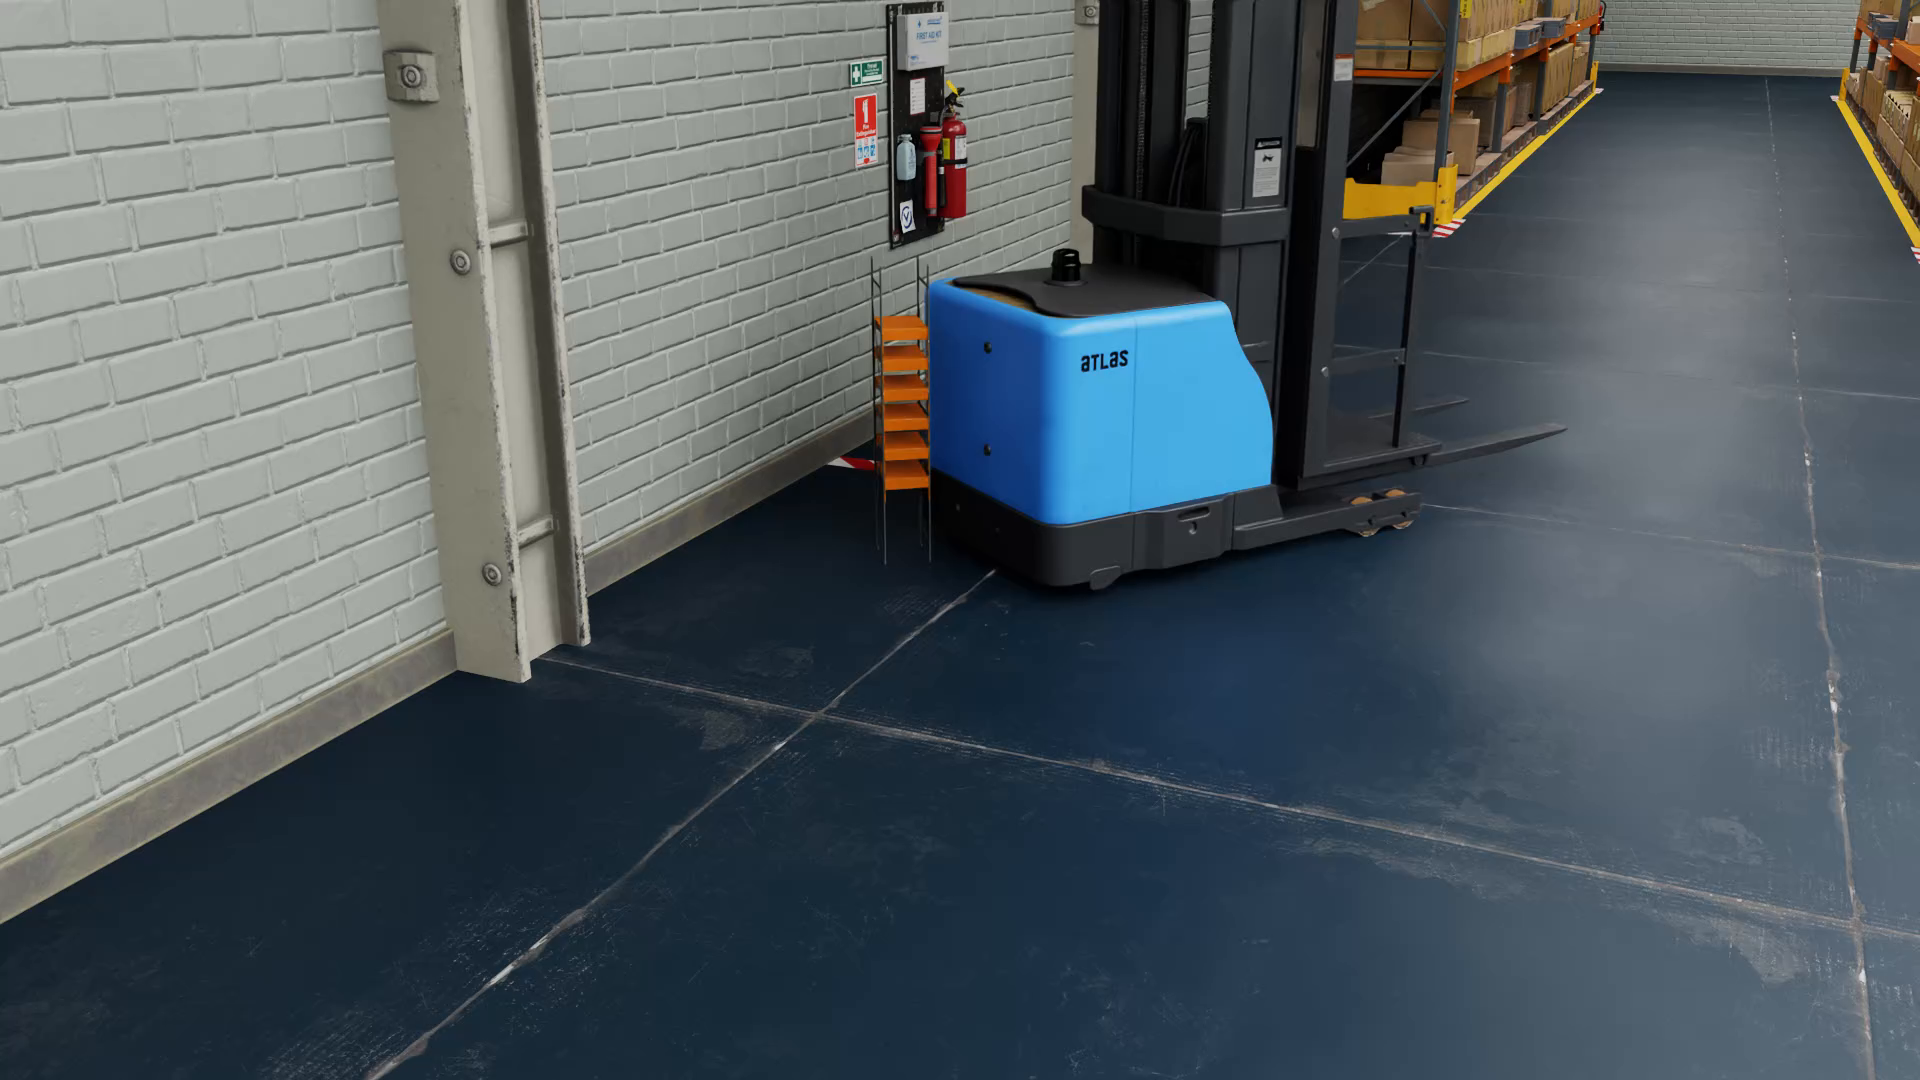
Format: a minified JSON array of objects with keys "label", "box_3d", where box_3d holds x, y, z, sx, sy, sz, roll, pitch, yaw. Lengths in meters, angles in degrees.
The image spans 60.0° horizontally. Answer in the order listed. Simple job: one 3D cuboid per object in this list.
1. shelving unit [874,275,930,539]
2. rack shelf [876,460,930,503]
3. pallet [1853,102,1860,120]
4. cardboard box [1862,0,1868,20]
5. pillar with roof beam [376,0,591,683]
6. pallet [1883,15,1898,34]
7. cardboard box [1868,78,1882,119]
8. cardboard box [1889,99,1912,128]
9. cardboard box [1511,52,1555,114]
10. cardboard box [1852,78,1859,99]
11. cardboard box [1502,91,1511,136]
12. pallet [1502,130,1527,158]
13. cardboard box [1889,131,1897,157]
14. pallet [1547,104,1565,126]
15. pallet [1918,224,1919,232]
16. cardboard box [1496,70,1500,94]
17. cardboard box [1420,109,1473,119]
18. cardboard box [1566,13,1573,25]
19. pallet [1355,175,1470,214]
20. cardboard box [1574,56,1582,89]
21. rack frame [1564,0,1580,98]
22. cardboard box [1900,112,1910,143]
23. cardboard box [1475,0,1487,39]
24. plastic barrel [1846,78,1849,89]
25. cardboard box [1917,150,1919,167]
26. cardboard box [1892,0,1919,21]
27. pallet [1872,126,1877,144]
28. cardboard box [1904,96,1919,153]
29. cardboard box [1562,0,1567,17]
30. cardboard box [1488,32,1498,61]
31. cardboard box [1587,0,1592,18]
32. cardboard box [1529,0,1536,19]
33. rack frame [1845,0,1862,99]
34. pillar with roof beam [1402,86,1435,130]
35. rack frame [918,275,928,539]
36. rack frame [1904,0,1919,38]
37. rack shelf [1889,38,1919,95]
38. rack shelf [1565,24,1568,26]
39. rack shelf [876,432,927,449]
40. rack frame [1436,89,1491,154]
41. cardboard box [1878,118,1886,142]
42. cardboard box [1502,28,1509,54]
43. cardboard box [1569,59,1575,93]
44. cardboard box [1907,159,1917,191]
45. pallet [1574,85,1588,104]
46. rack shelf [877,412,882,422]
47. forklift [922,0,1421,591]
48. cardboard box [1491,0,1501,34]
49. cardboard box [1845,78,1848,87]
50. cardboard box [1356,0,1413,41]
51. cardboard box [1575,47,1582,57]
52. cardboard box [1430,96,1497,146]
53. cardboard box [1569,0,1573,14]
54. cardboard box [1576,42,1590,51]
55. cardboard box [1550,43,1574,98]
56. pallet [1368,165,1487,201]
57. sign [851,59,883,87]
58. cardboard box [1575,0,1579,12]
[{"label":"shelving unit","box_3d":[-0.233,-0.511,6.616,0.183,1.046,0.258,-4,20,-11]},{"label":"rack shelf","box_3d":[-0.234,-0.243,6.711,0.180,0.103,0.258,-4,20,-11]},{"label":"pallet","box_3d":[13.595,-6.233,24.181,1.003,0.211,1.213,9,21,23]},{"label":"cardboard box","box_3d":[14.114,-8.196,25.390,0.500,0.500,0.500,8,21,23]},{"label":"pillar with roof beam","box_3d":[2.389,-3.248,2.672,9.100,9.000,0.400,9,21,23]},{"label":"pallet","box_3d":[12.467,-6.619,21.391,1.003,0.211,1.213,9,21,23]},{"label":"cardboard box","box_3d":[12.265,-5.782,21.824,0.500,0.500,0.500,8,21,21]},{"label":"cardboard box","box_3d":[10.564,-4.687,18.311,0.500,0.311,0.500,8,21,22]},{"label":"cardboard box","box_3d":[7.513,-6.405,22.415,0.885,1.199,0.750,8,21,22]},{"label":"cardboard box","box_3d":[13.594,-6.720,24.745,0.500,0.311,0.500,9,21,23]},{"label":"cardboard box","box_3d":[6.214,-5.143,20.026,0.700,0.500,0.500,9,21,23]},{"label":"pallet","box_3d":[6.332,-4.869,20.345,1.003,0.211,1.213,9,21,23]},{"label":"cardboard box","box_3d":[10.360,-4.272,17.980,0.500,0.250,0.500,9,21,24]},{"label":"pallet","box_3d":[8.046,-6.082,23.755,1.003,0.211,1.213,9,21,23]},{"label":"pallet","box_3d":[8.674,-2.595,13.950,1.003,0.211,1.213,9,21,23]},{"label":"cardboard box","box_3d":[6.189,-5.475,19.843,0.500,0.250,0.500,8,21,21]},{"label":"cardboard box","box_3d":[5.127,-4.277,17.593,0.500,0.500,0.500,7,21,19]},{"label":"cardboard box","box_3d":[8.628,-7.523,23.990,0.380,0.149,0.250,9,21,23]},{"label":"pallet","box_3d":[4.274,-3.301,15.935,1.003,0.211,1.213,9,21,23]},{"label":"cardboard box","box_3d":[9.613,-7.560,26.855,0.700,0.500,0.500,9,22,24]},{"label":"rack frame","box_3d":[8.792,-8.016,25.032,1.000,3.000,0.127,9,21,23]},{"label":"cardboard box","box_3d":[9.941,-4.222,17.003,0.500,0.311,0.500,9,21,23]},{"label":"cardboard box","box_3d":[4.559,-4.894,15.329,0.500,0.500,0.500,9,21,23]},{"label":"plastic barrel","box_3d":[14.612,-6.899,20.517,5.570,3.481,10.597,9,21,23]},{"label":"cardboard box","box_3d":[8.949,-3.590,14.944,0.500,0.500,0.500,9,21,23]},{"label":"cardboard box","box_3d":[11.830,-6.568,20.184,0.700,0.500,0.500,2,20,4]},{"label":"pallet","box_3d":[12.015,-5.024,20.780,1.003,0.211,1.213,9,21,23]},{"label":"cardboard box","box_3d":[9.561,-4.049,16.234,0.500,0.500,0.500,9,21,23]},{"label":"cardboard box","box_3d":[8.013,-7.414,22.715,0.500,0.500,0.500,8,21,22]},{"label":"cardboard box","box_3d":[4.990,-4.862,16.357,0.500,0.250,0.500,9,21,23]},{"label":"cardboard box","box_3d":[9.622,-8.767,26.696,0.980,0.700,0.700,7,21,20]},{"label":"cardboard box","box_3d":[6.766,-6.728,20.605,0.700,0.500,0.500,6,21,18]},{"label":"rack frame","box_3d":[14.951,-8.560,26.562,1.000,3.000,0.127,9,21,23]},{"label":"pillar with roof beam","box_3d":[9.760,-8.750,18.144,9.100,9.000,0.400,9,21,23]},{"label":"rack frame","box_3d":[-0.144,-0.517,6.632,0.002,1.046,0.228,-4,20,-11]},{"label":"rack frame","box_3d":[11.672,-6.115,19.687,0.949,2.616,0.053,9,21,23]},{"label":"rack shelf","box_3d":[10.856,-5.164,18.087,1.077,0.370,4.000,9,21,23]},{"label":"rack shelf","box_3d":[7.973,-7.158,23.401,0.919,0.124,3.809,9,21,23]},{"label":"rack shelf","box_3d":[-0.234,-0.382,6.662,0.171,0.034,0.221,-4,20,-11]},{"label":"rack frame","box_3d":[5.519,-5.570,18.154,0.949,2.616,0.053,9,21,23]},{"label":"cardboard box","box_3d":[10.987,-4.743,19.307,0.500,0.250,0.500,8,21,21]},{"label":"cardboard box","box_3d":[5.387,-5.172,17.228,0.500,0.250,0.500,9,21,23]},{"label":"cardboard box","box_3d":[9.192,-7.251,25.984,0.700,0.500,0.500,9,21,23]},{"label":"cardboard box","box_3d":[9.151,-3.390,15.501,0.500,0.250,0.500,9,21,23]},{"label":"pallet","box_3d":[9.673,-7.298,27.175,1.003,0.211,1.213,9,21,23]},{"label":"rack shelf","box_3d":[-0.234,-0.488,6.624,0.166,0.020,0.199,-4,20,-11]},{"label":"forklift","box_3d":[1.374,-1.534,6.909,3.031,2.935,1.130,-11,22,-29]},{"label":"cardboard box","box_3d":[4.977,-5.211,16.219,0.500,0.500,0.500,9,22,24]},{"label":"cardboard box","box_3d":[14.466,-7.343,26.739,0.380,0.149,0.250,9,21,23]},{"label":"cardboard box","box_3d":[3.877,-4.813,15.101,0.500,0.500,0.500,8,21,22]},{"label":"cardboard box","box_3d":[9.712,-7.796,26.548,0.380,0.149,0.250,8,21,21]},{"label":"cardboard box","box_3d":[5.802,-4.827,19.140,0.700,0.500,0.500,9,22,25]},{"label":"cardboard box","box_3d":[8.419,-7.727,23.597,0.500,0.500,0.500,9,21,23]},{"label":"cardboard box","box_3d":[10.348,-8.273,27.889,0.380,0.149,0.250,8,21,22]},{"label":"cardboard box","box_3d":[8.644,-6.984,24.713,0.750,0.750,0.750,9,21,23]},{"label":"pallet","box_3d":[4.775,-3.672,16.979,1.003,0.211,1.213,9,21,23]},{"label":"sign","box_3d":[-0.439,-2.208,7.856,0.001,0.109,0.331,9,21,23]},{"label":"cardboard box","box_3d":[8.833,-8.037,24.468,0.500,0.500,0.500,8,21,22]}]
